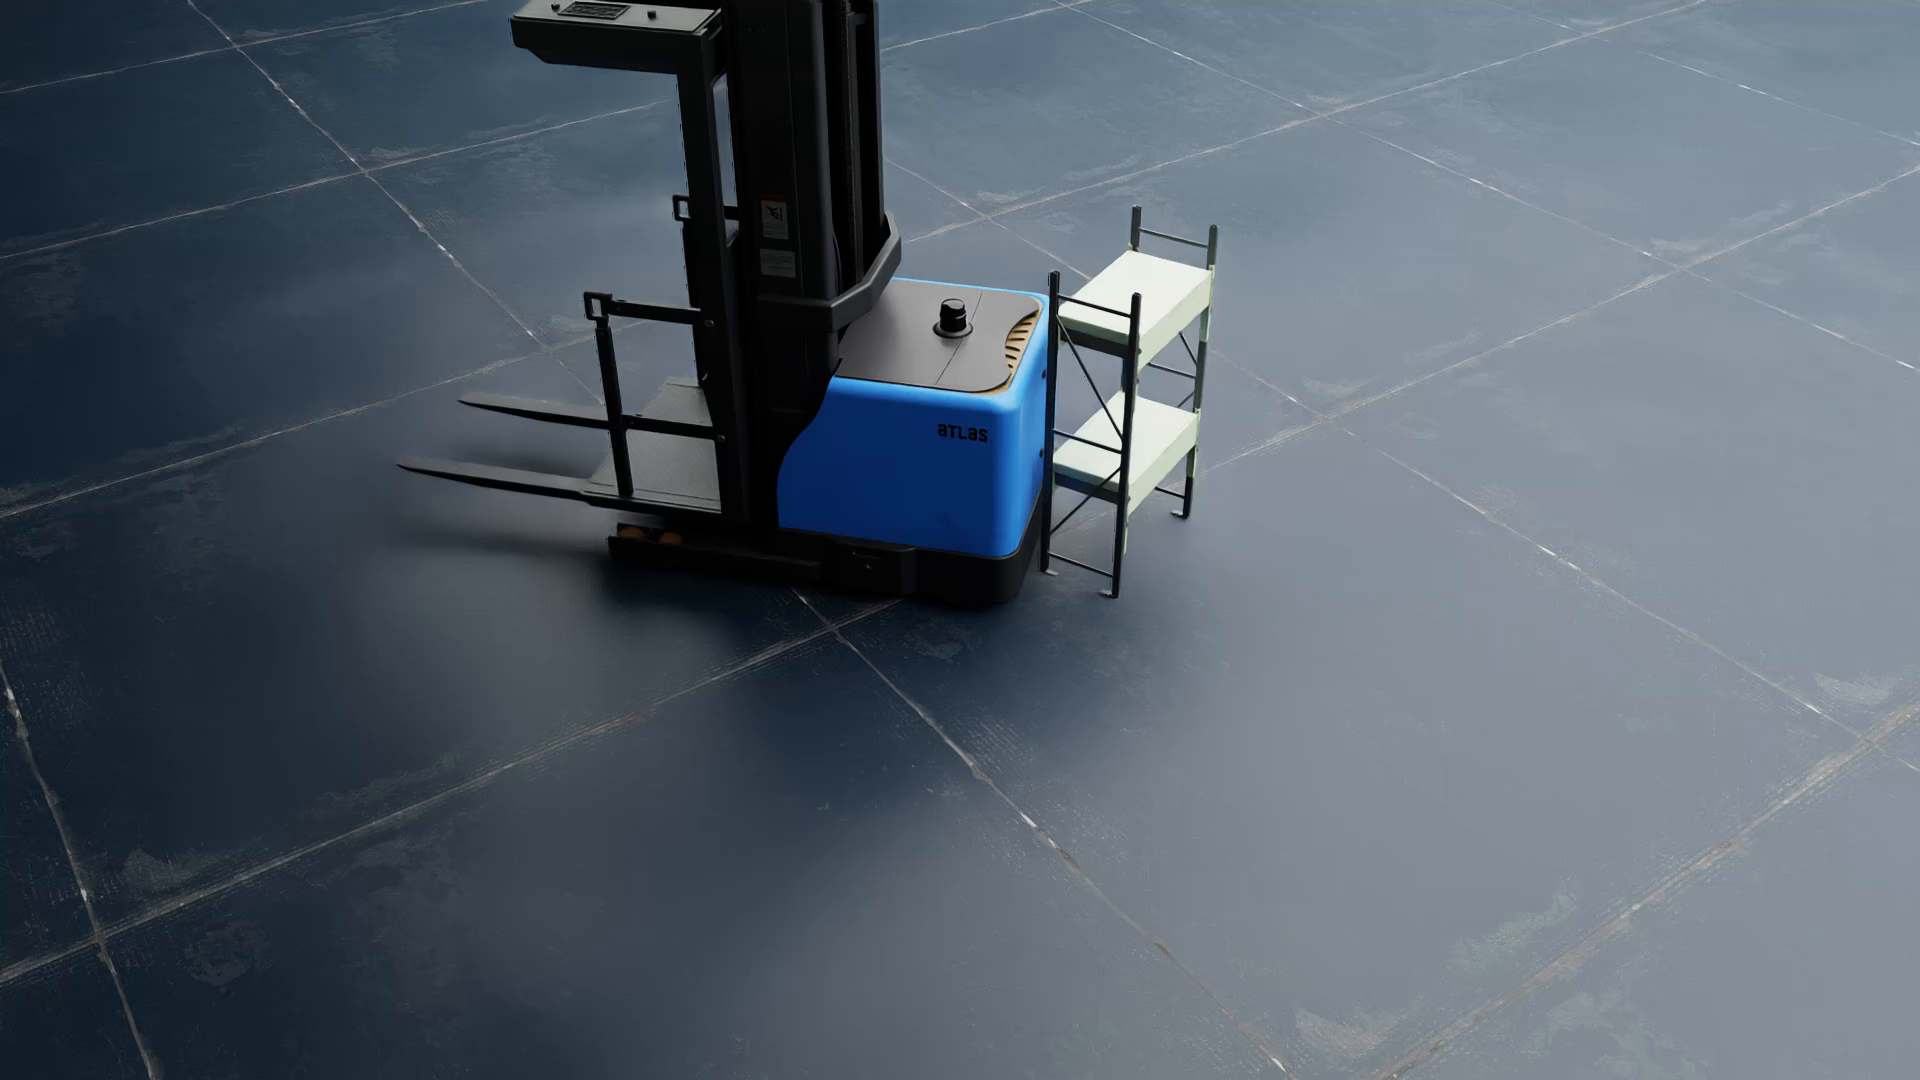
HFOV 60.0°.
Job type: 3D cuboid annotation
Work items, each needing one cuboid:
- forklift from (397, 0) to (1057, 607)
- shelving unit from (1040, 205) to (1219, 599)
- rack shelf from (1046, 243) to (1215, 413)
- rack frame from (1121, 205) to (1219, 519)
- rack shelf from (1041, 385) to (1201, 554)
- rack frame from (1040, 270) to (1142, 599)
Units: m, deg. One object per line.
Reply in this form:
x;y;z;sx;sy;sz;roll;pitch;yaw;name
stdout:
-1.115;-1.347;7.113;3.031;2.935;1.130;8;36;11;forklift
0.730;-0.594;7.292;0.431;1.500;0.755;20;40;25;shelving unit
0.730;-0.911;7.064;0.431;0.370;0.720;20;40;25;rack shelf
0.921;-0.777;7.545;0.400;1.500;0.023;20;40;25;rack frame
0.730;-0.330;7.482;0.431;0.370;0.720;20;40;25;rack shelf
0.538;-0.412;7.039;0.400;1.500;0.023;20;40;25;rack frame
